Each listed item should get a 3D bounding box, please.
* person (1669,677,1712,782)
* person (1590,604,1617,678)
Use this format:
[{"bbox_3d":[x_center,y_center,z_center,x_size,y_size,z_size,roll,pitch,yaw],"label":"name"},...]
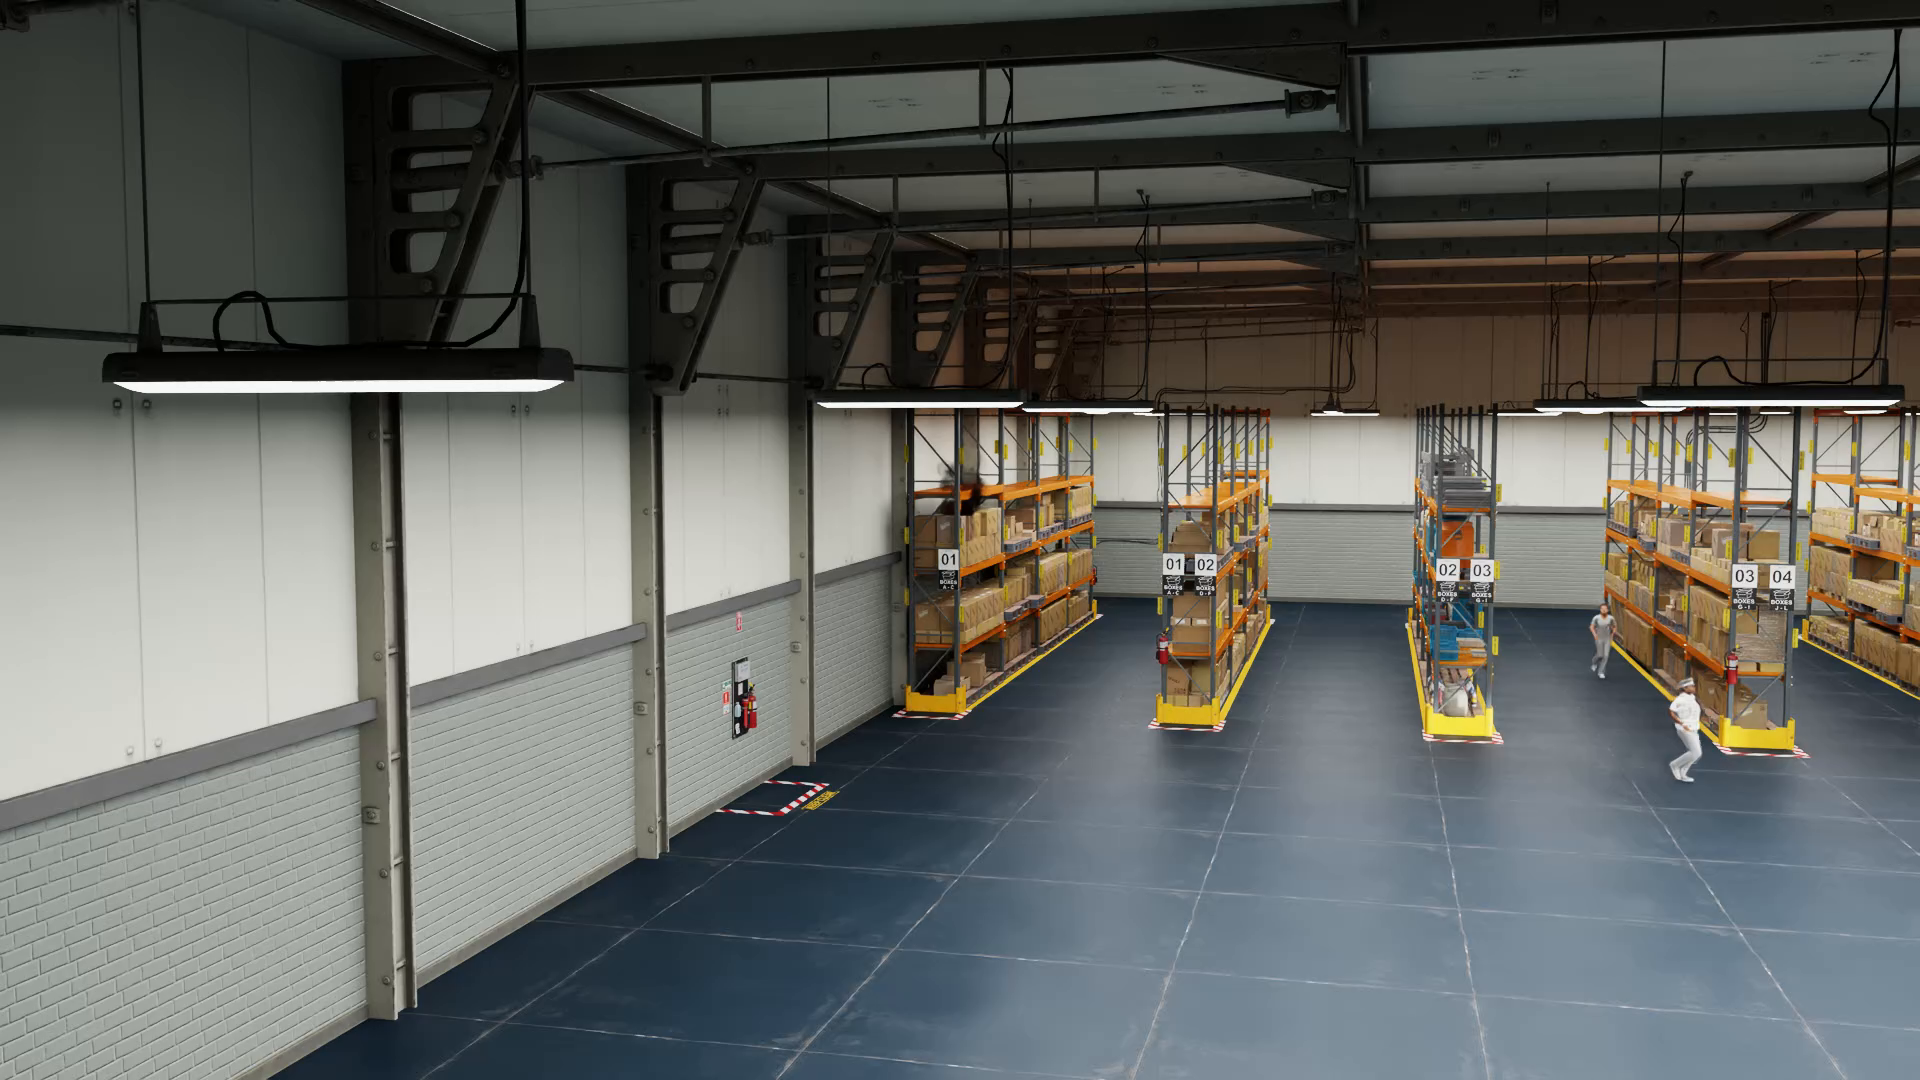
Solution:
[{"bbox_3d":[11.505,2.985,26.165,0.567,1.659,0.556,-4,6,-45],"label":"person"},{"bbox_3d":[14.293,2.228,36.918,0.560,1.639,0.605,1,4,13],"label":"person"}]
